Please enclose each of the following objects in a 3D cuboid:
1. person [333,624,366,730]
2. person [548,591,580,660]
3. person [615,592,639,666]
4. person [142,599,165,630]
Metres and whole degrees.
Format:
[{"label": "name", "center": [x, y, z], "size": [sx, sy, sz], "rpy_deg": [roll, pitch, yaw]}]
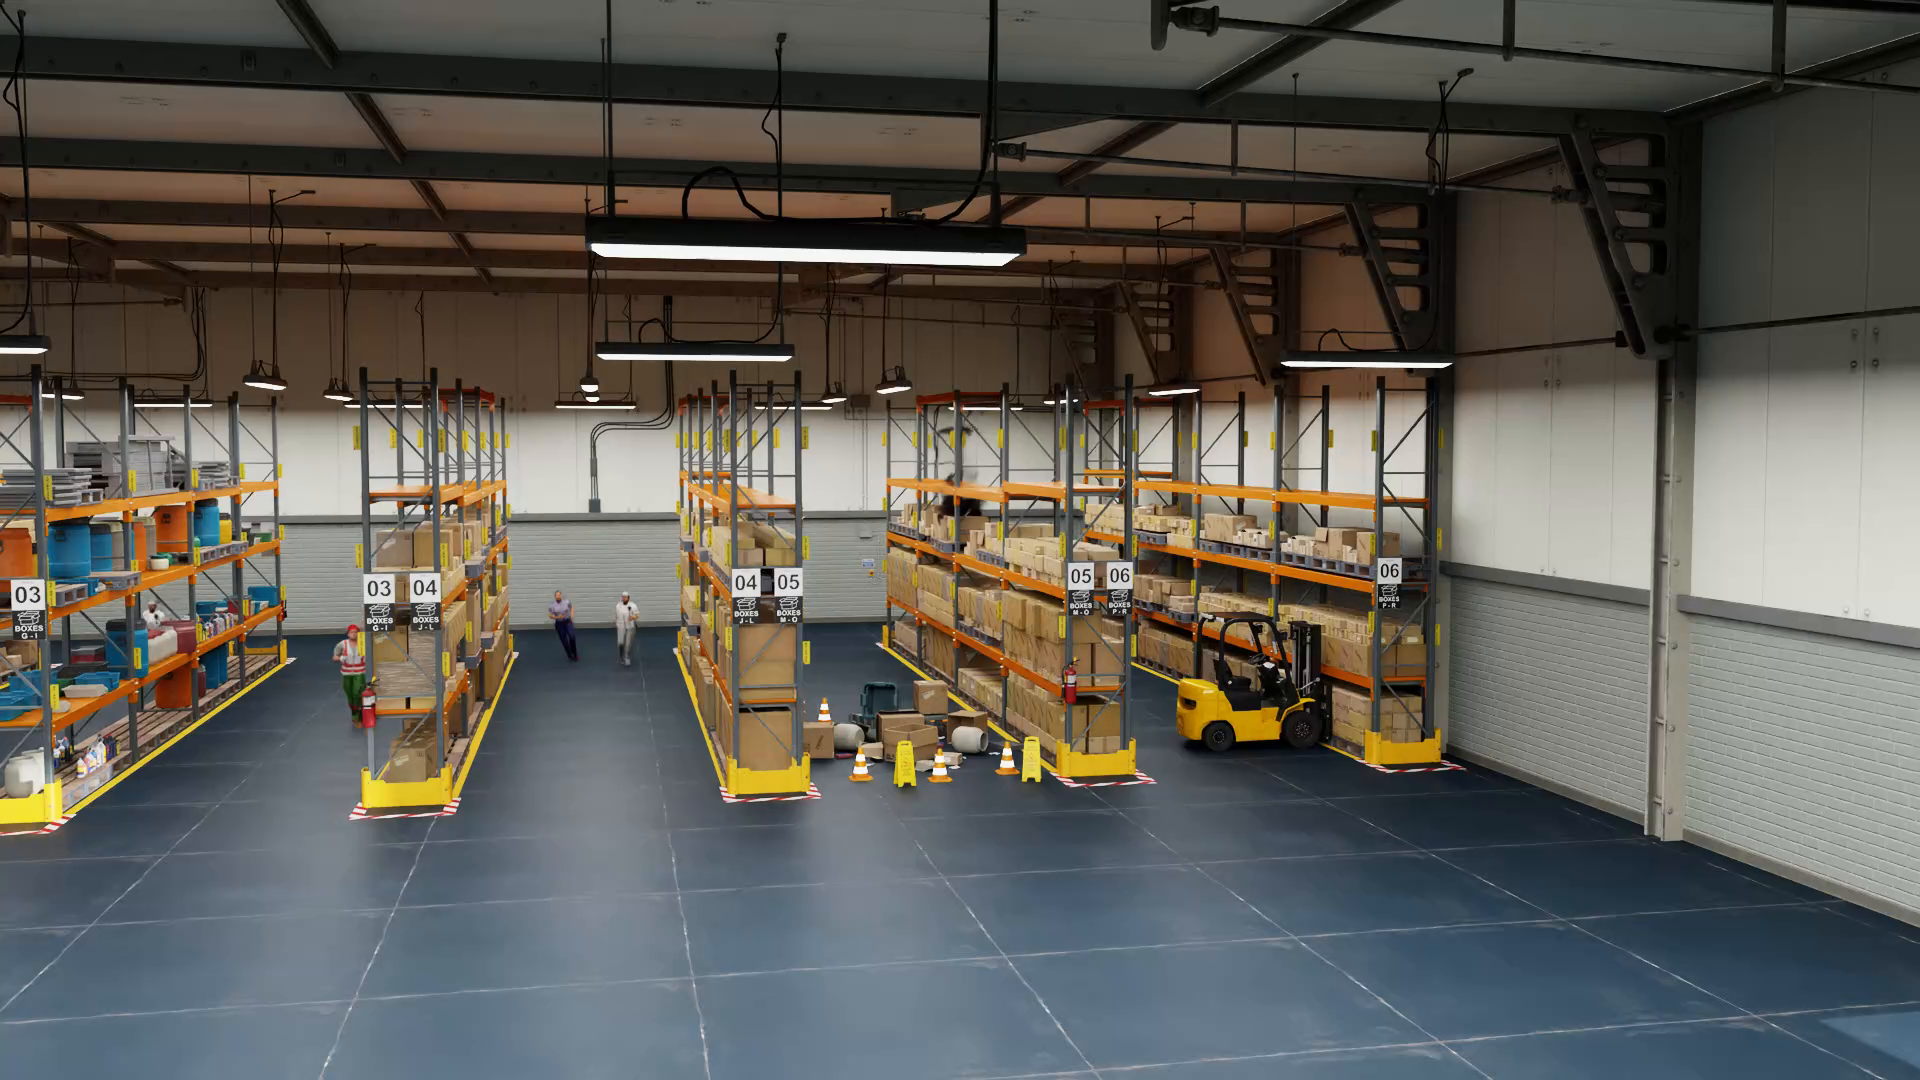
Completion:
[{"label": "person", "center": [-10.626, 2.389, 29.063], "size": [0.616, 1.851, 0.792], "rpy_deg": [-1, 4, -16]}, {"label": "person", "center": [-9.043, 1.957, 37.934], "size": [0.690, 1.629, 0.625], "rpy_deg": [-1, 4, -19]}, {"label": "person", "center": [-7.438, 1.980, 37.057], "size": [0.581, 1.658, 0.630], "rpy_deg": [0, 3, -2]}, {"label": "person", "center": [-17.087, 2.092, 35.241], "size": [0.505, 1.739, 0.833], "rpy_deg": [-1, 4, -20]}]
